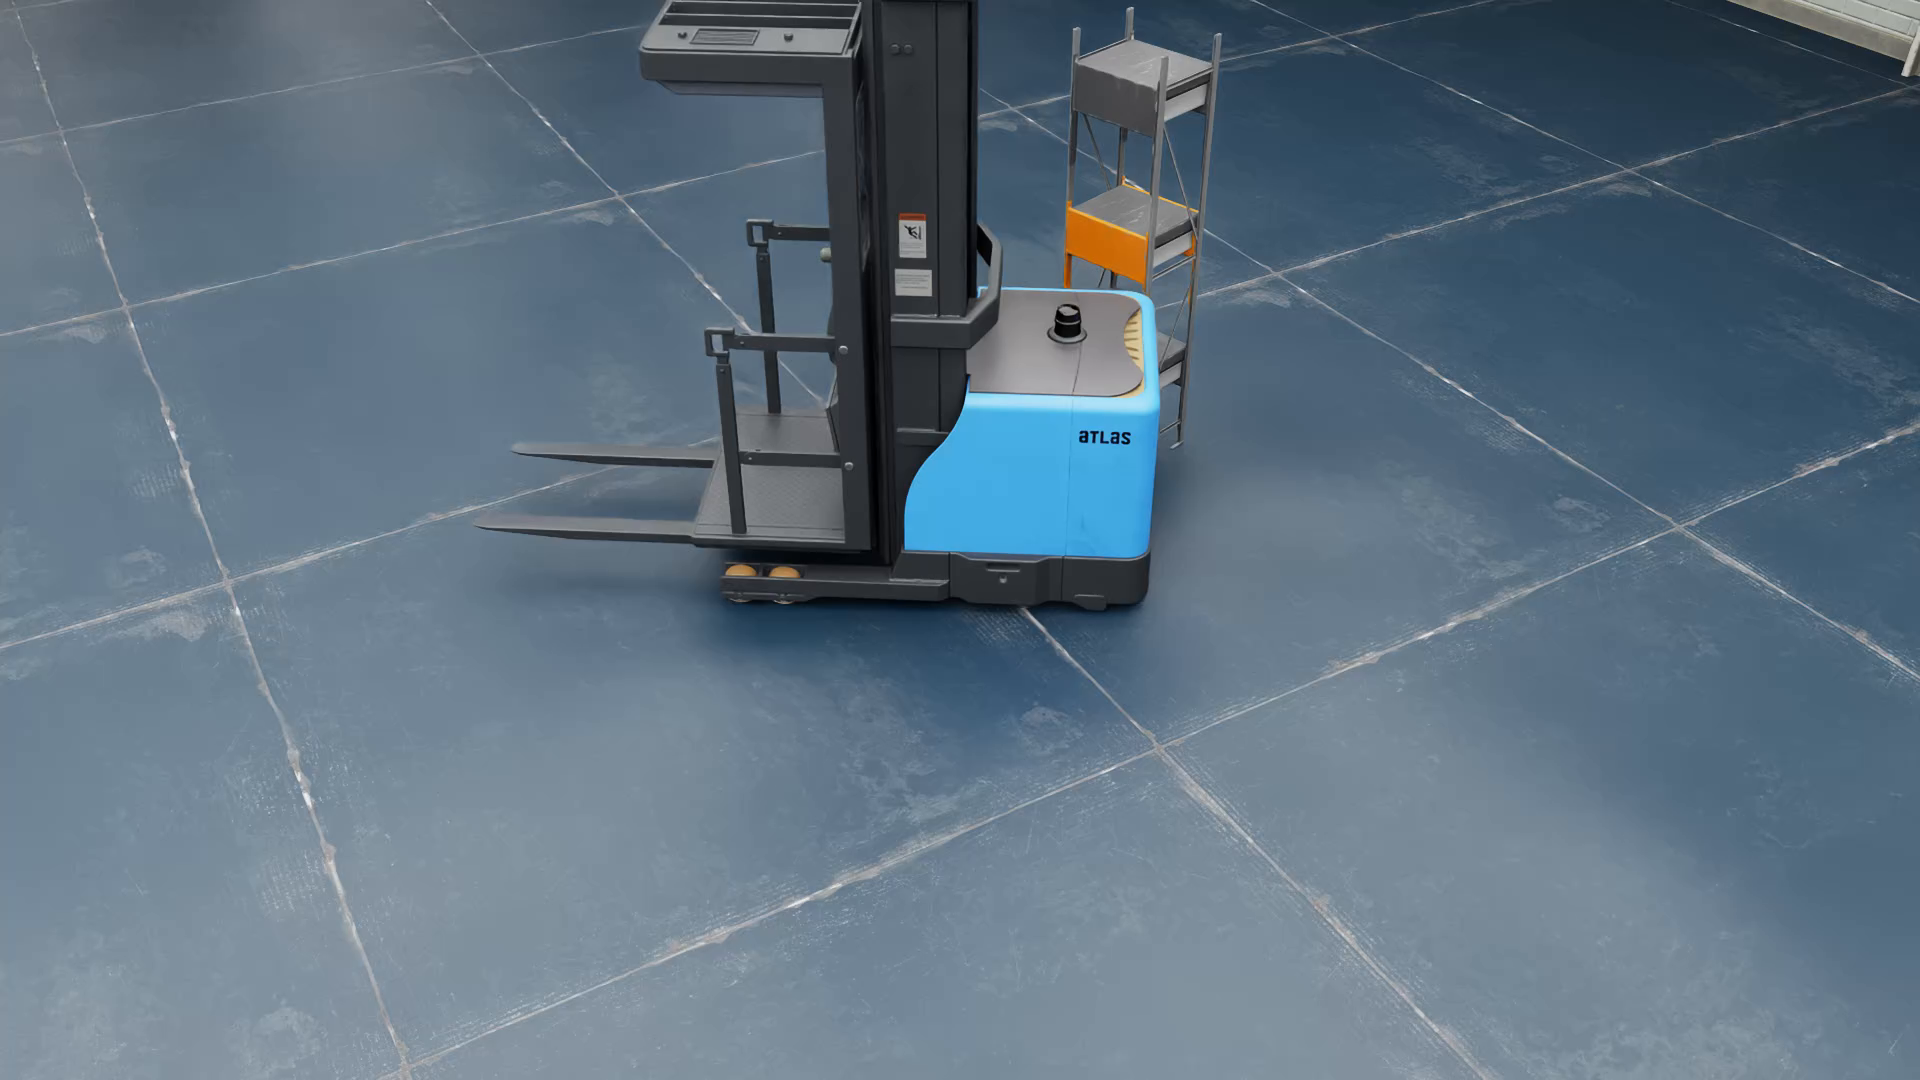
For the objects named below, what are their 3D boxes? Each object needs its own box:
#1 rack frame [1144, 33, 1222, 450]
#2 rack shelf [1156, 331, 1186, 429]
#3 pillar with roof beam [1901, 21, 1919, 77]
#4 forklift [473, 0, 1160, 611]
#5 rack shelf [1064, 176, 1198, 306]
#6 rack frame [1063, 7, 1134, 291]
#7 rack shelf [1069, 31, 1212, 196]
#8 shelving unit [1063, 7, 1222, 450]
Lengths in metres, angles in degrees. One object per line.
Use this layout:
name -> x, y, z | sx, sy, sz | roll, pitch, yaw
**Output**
rack frame -> 0.986, -1.256, 7.690 | 0.015, 2.100, 0.400 | 30, 45, 34
rack shelf -> 0.811, -0.780, 8.248 | 0.480, 0.518, 0.431 | 30, 45, 34
pillar with roof beam -> 3.620, -5.821, 8.091 | 9.100, 9.000, 0.400 | -19, 40, -24
forklift -> -0.657, -1.209, 6.920 | 3.031, 2.935, 1.130 | 2, 36, 3
rack shelf -> 0.811, -1.345, 7.835 | 0.480, 0.518, 0.431 | 30, 45, 34
rack frame -> 0.636, -1.457, 7.964 | 0.015, 2.100, 0.400 | 30, 45, 34
rack shelf -> 0.811, -1.911, 7.422 | 0.480, 0.518, 0.431 | 30, 45, 34
shelving unit -> 0.811, -1.356, 7.827 | 0.503, 2.100, 0.431 | 30, 45, 34
